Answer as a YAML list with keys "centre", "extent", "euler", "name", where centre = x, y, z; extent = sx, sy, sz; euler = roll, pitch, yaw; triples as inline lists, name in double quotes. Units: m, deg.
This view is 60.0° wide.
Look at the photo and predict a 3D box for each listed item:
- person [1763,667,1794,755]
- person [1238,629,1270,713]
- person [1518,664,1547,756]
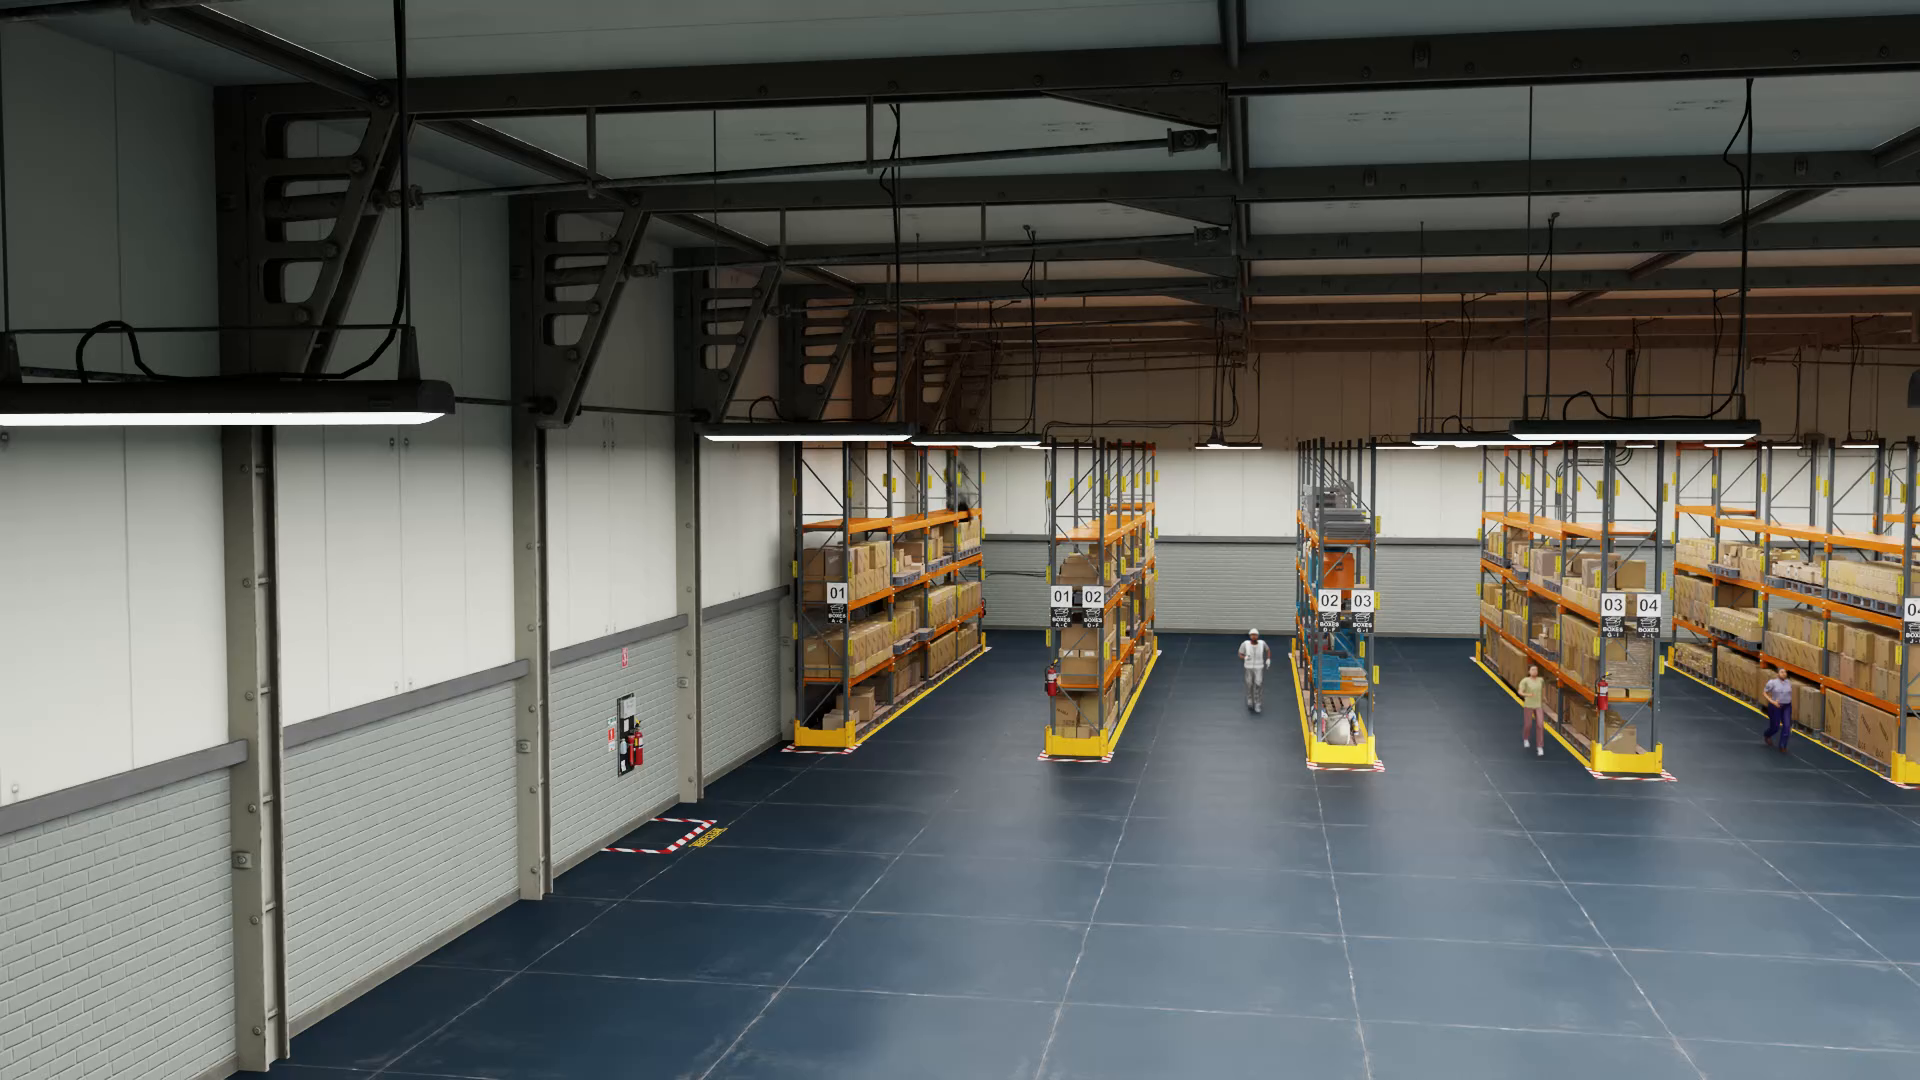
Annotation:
- centre: [15.668, 3.239, 31.818]
  extent: [0.611, 1.632, 0.765]
  euler: [0, 3, 3]
  name: "person"
- centre: [6.524, 2.878, 36.896]
  extent: [0.707, 1.842, 0.815]
  euler: [0, 3, 9]
  name: "person"
- centre: [10.889, 3.186, 31.607]
  extent: [0.568, 1.674, 0.952]
  euler: [0, 3, 5]
  name: "person"
